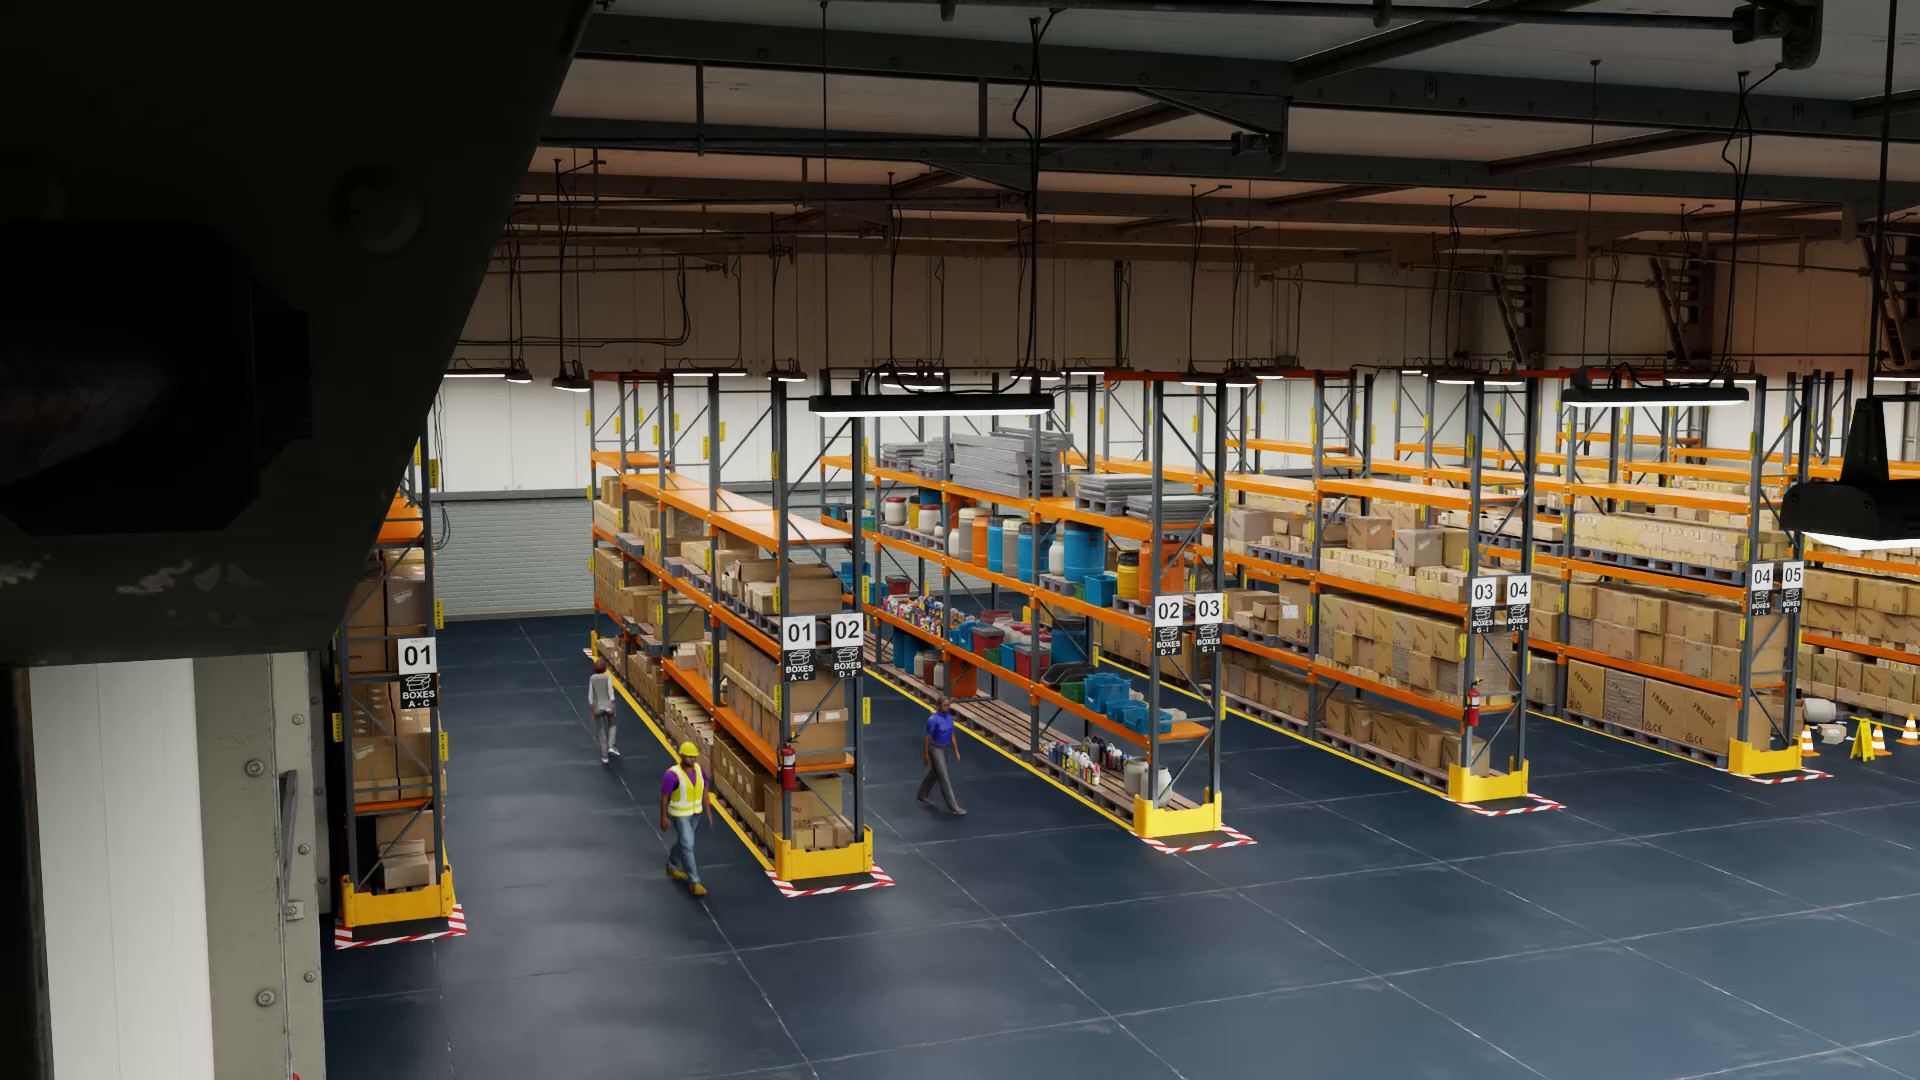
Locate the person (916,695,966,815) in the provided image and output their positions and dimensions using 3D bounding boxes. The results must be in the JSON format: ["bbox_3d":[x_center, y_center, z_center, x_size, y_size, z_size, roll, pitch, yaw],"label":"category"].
[{"bbox_3d":[-0.238,2.942,23.035,0.988,1.602,0.487,4,8,32],"label":"person"}]

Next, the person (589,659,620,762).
[{"bbox_3d":[-5.544,2.647,25.889,0.454,1.586,0.441,-2,7,-14],"label":"person"}]

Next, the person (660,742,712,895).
[{"bbox_3d":[-3.216,3.248,19.757,0.958,1.716,0.590,5,8,35],"label":"person"}]
